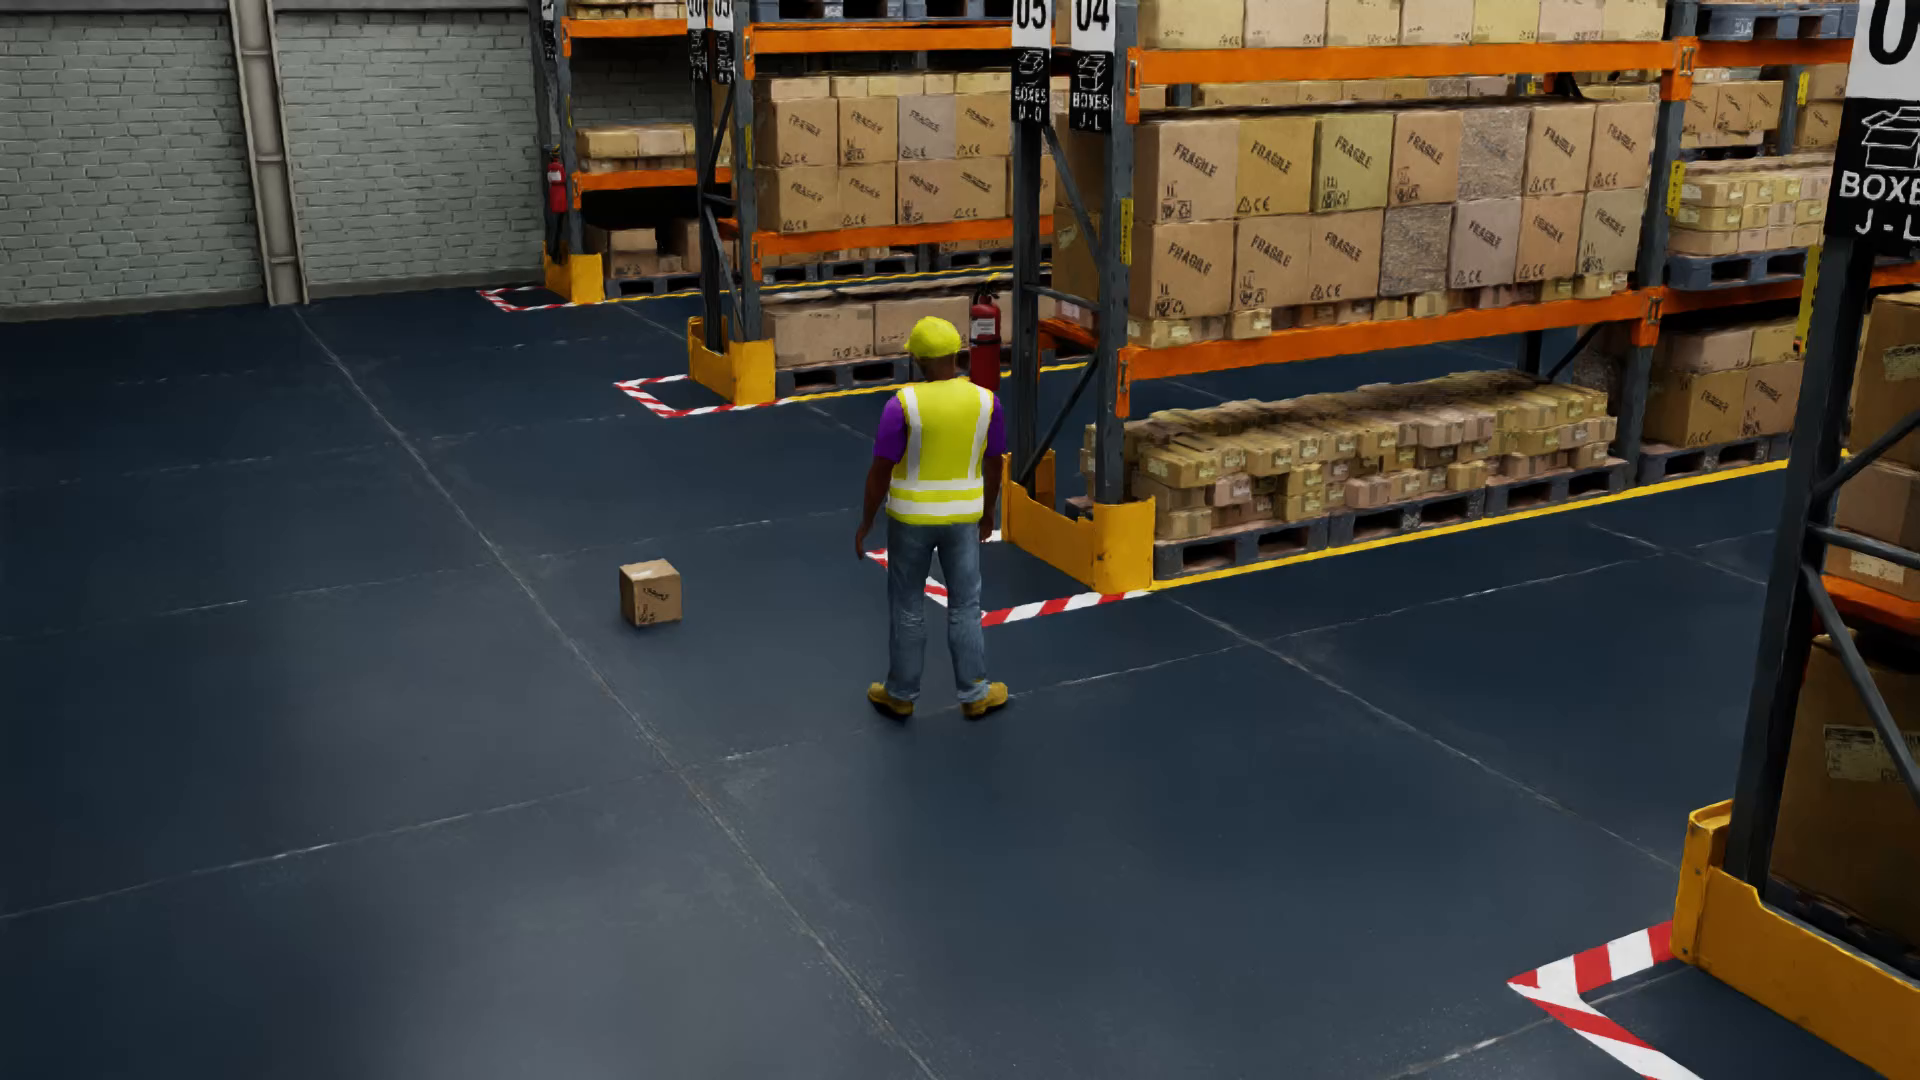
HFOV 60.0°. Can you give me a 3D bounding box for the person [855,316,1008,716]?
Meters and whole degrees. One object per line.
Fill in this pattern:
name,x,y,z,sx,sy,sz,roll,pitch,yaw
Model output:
person,-0.121,-0.098,7.238,0.698,1.768,0.374,-5,19,-14
